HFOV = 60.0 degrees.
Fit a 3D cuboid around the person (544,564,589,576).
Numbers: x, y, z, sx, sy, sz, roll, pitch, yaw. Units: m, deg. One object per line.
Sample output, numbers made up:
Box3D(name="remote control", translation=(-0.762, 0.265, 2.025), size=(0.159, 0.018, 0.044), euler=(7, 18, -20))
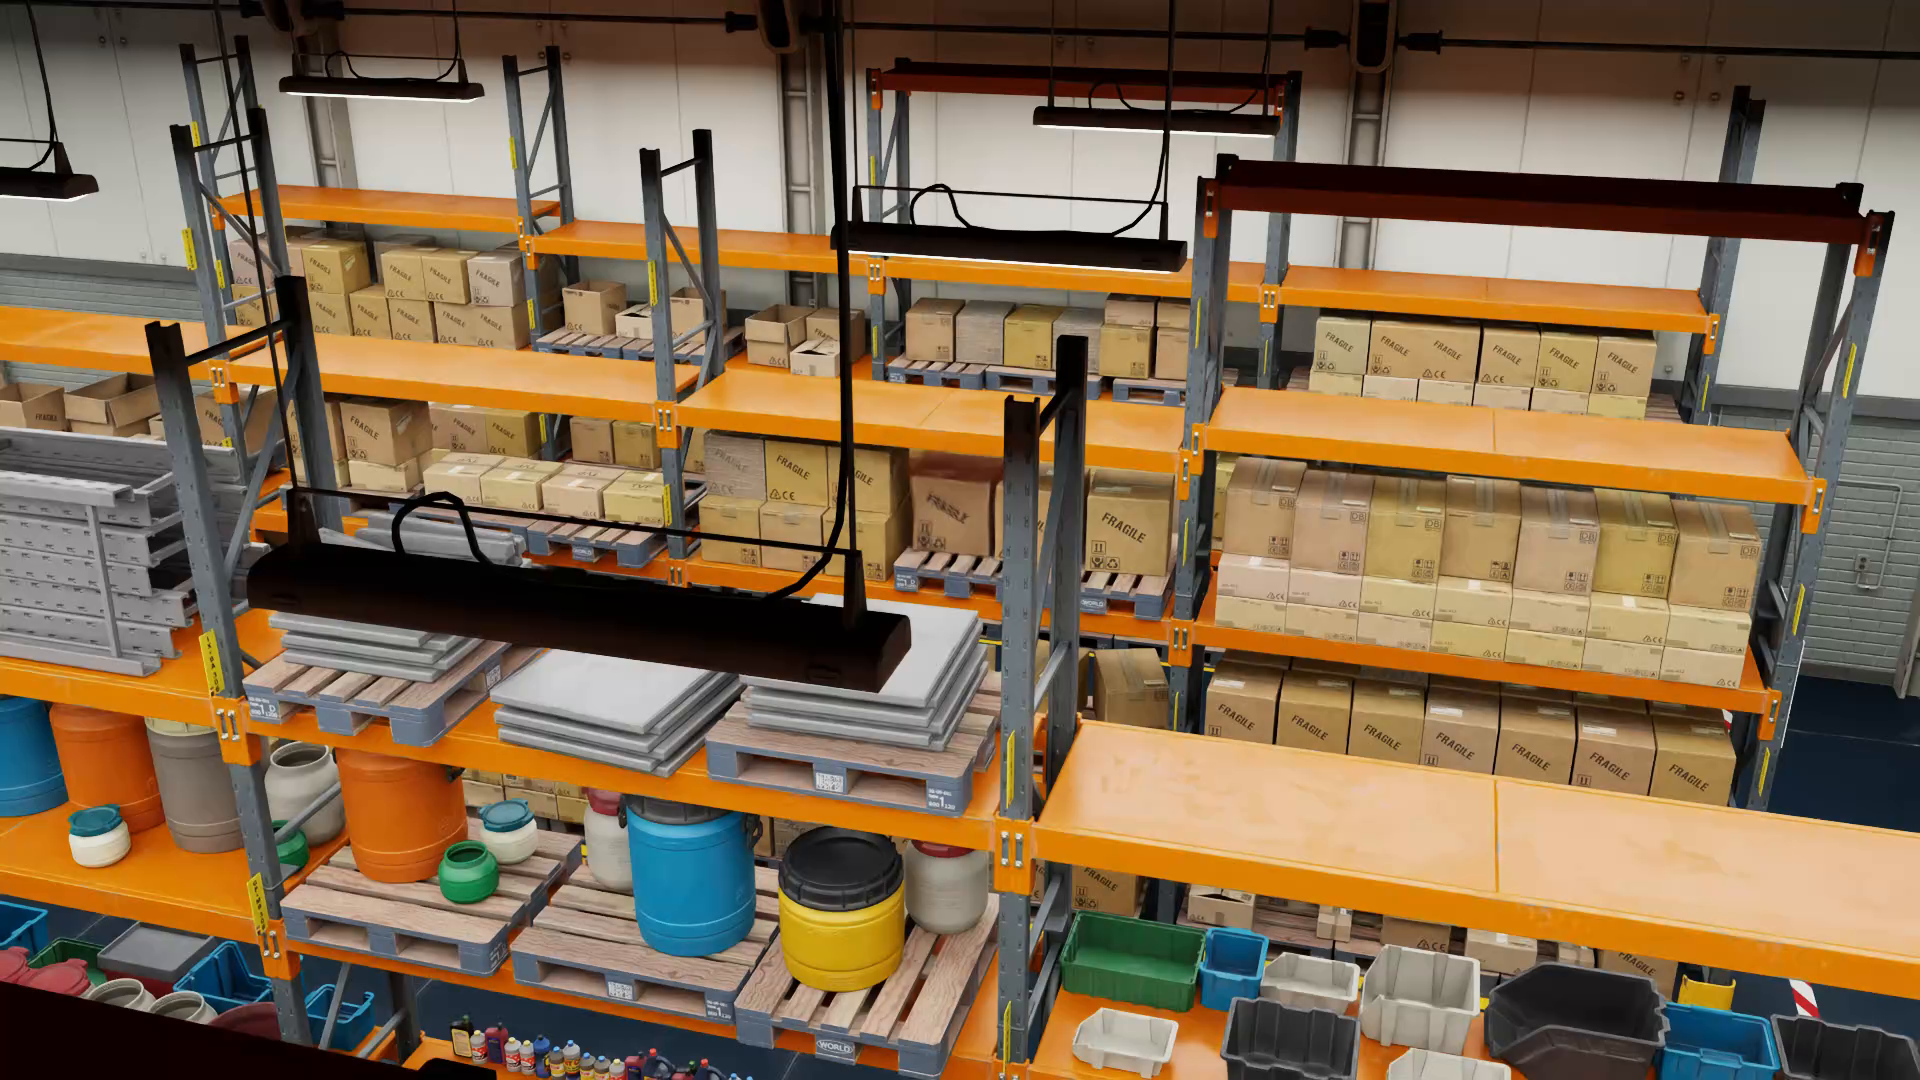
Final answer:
Box3D(name="person", translation=(-4.036, 0.599, 17.088), size=(0.478, 1.711, 0.578), euler=(11, 25, 25))
